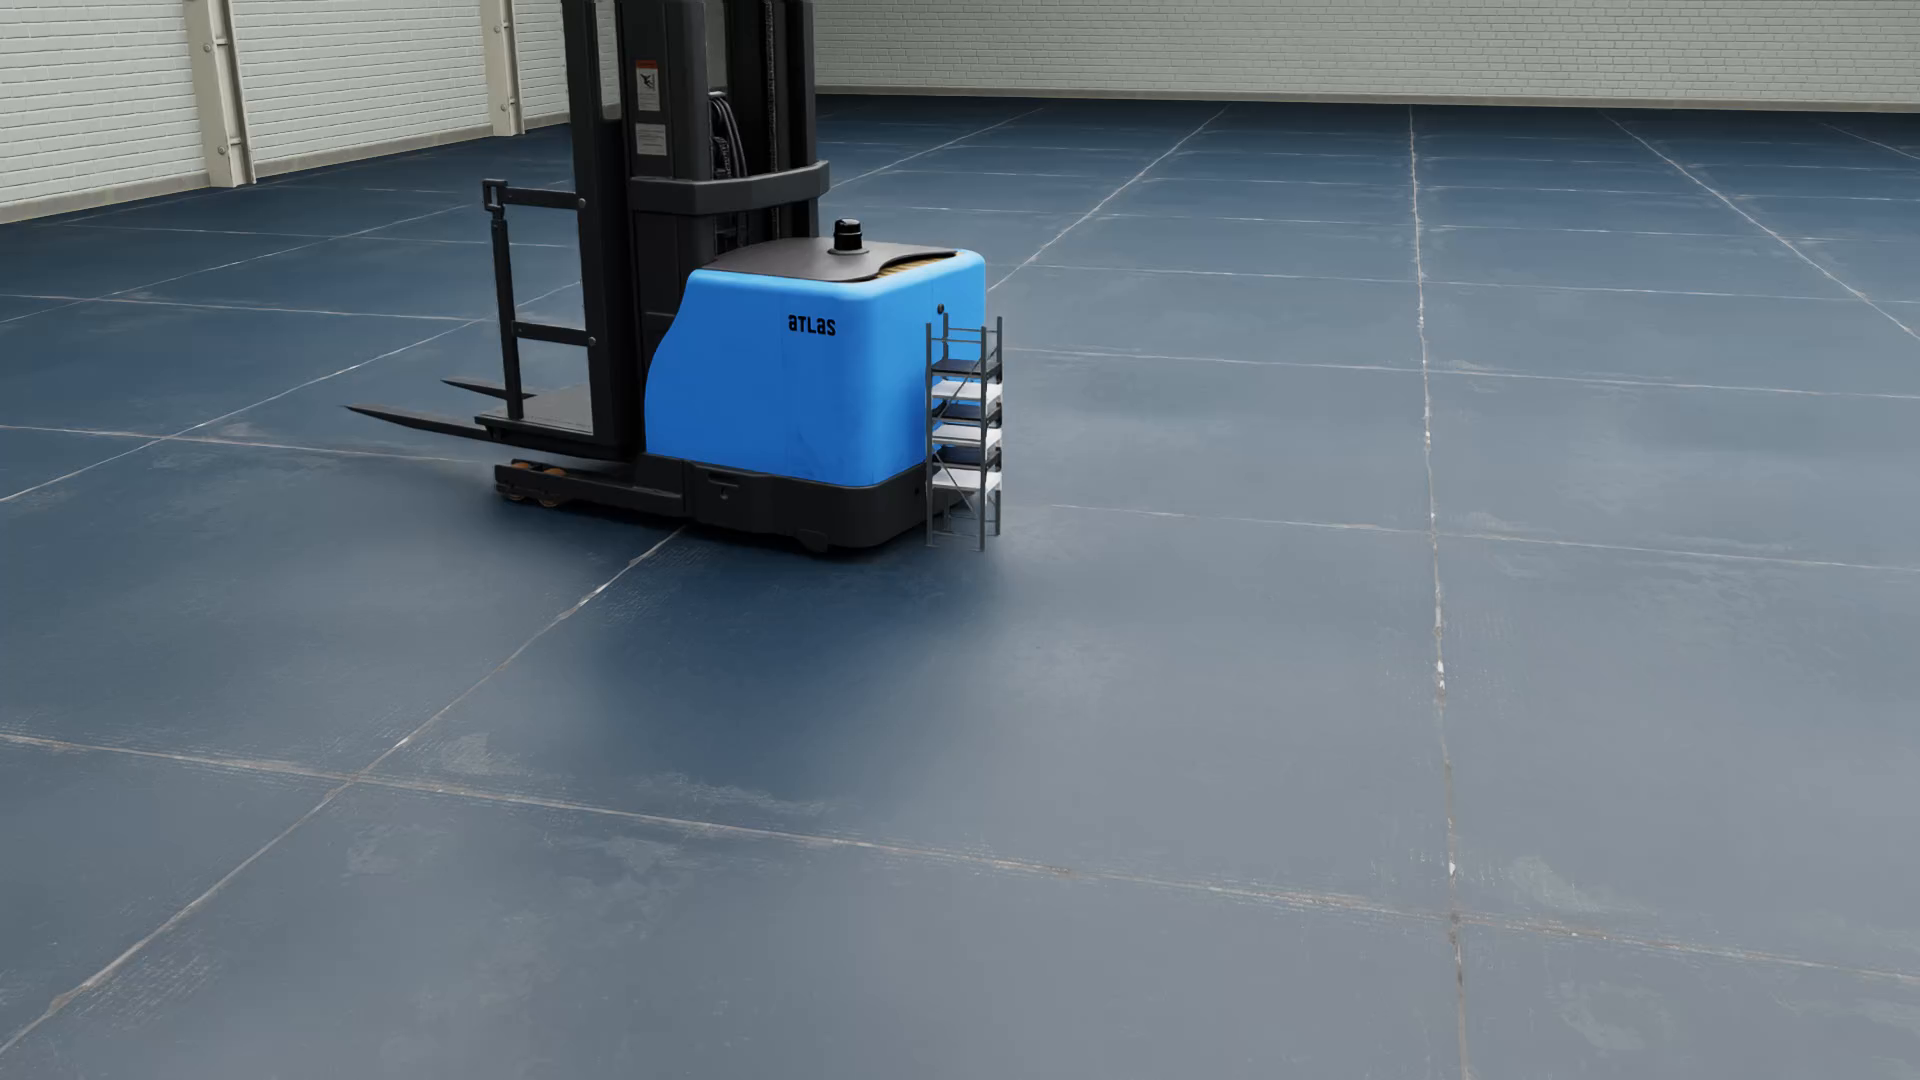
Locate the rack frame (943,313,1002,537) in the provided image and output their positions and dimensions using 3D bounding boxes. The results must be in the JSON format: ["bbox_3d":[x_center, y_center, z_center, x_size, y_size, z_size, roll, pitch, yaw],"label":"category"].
[{"bbox_3d":[0.049,-0.451,6.613,0.240,0.900,0.006,6,20,17],"label":"rack frame"}]

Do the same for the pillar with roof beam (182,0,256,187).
[{"bbox_3d":[-3.642,-7.737,15.418,9.100,9.000,0.400,5,19,13],"label":"pillar with roof beam"}]

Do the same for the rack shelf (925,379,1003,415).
[{"bbox_3d":[0.017,-0.558,6.474,0.258,0.077,0.200,6,20,17],"label":"rack shelf"}]

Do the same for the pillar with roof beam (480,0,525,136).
[{"bbox_3d":[-2.176,-9.618,20.924,9.100,9.000,0.400,5,19,13],"label":"pillar with roof beam"}]

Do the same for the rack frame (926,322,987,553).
[{"bbox_3d":[-0.015,-0.388,6.430,0.240,0.900,0.006,6,20,17],"label":"rack frame"}]

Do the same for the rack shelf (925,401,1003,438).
[{"bbox_3d":[0.017,-0.473,6.503,0.258,0.077,0.200,6,20,17],"label":"rack shelf"}]

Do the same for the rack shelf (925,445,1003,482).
[{"bbox_3d":[0.017,-0.303,6.562,0.258,0.077,0.200,6,20,17],"label":"rack shelf"}]

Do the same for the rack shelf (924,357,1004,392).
[{"bbox_3d":[0.017,-0.643,6.445,0.258,0.077,0.200,6,20,17],"label":"rack shelf"}]

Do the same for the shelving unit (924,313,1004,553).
[{"bbox_3d":[0.017,-0.419,6.522,0.258,0.900,0.210,6,20,17],"label":"shelving unit"}]

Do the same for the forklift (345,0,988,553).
[{"bbox_3d":[-1.420,-1.662,7.020,3.031,2.935,1.130,10,21,28],"label":"forklift"}]

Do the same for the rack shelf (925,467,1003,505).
[{"bbox_3d":[0.016,-0.218,6.591,0.258,0.077,0.200,6,20,17],"label":"rack shelf"}]

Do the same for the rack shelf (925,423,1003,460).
[{"bbox_3d":[0.017,-0.388,6.532,0.258,0.077,0.200,6,20,17],"label":"rack shelf"}]
